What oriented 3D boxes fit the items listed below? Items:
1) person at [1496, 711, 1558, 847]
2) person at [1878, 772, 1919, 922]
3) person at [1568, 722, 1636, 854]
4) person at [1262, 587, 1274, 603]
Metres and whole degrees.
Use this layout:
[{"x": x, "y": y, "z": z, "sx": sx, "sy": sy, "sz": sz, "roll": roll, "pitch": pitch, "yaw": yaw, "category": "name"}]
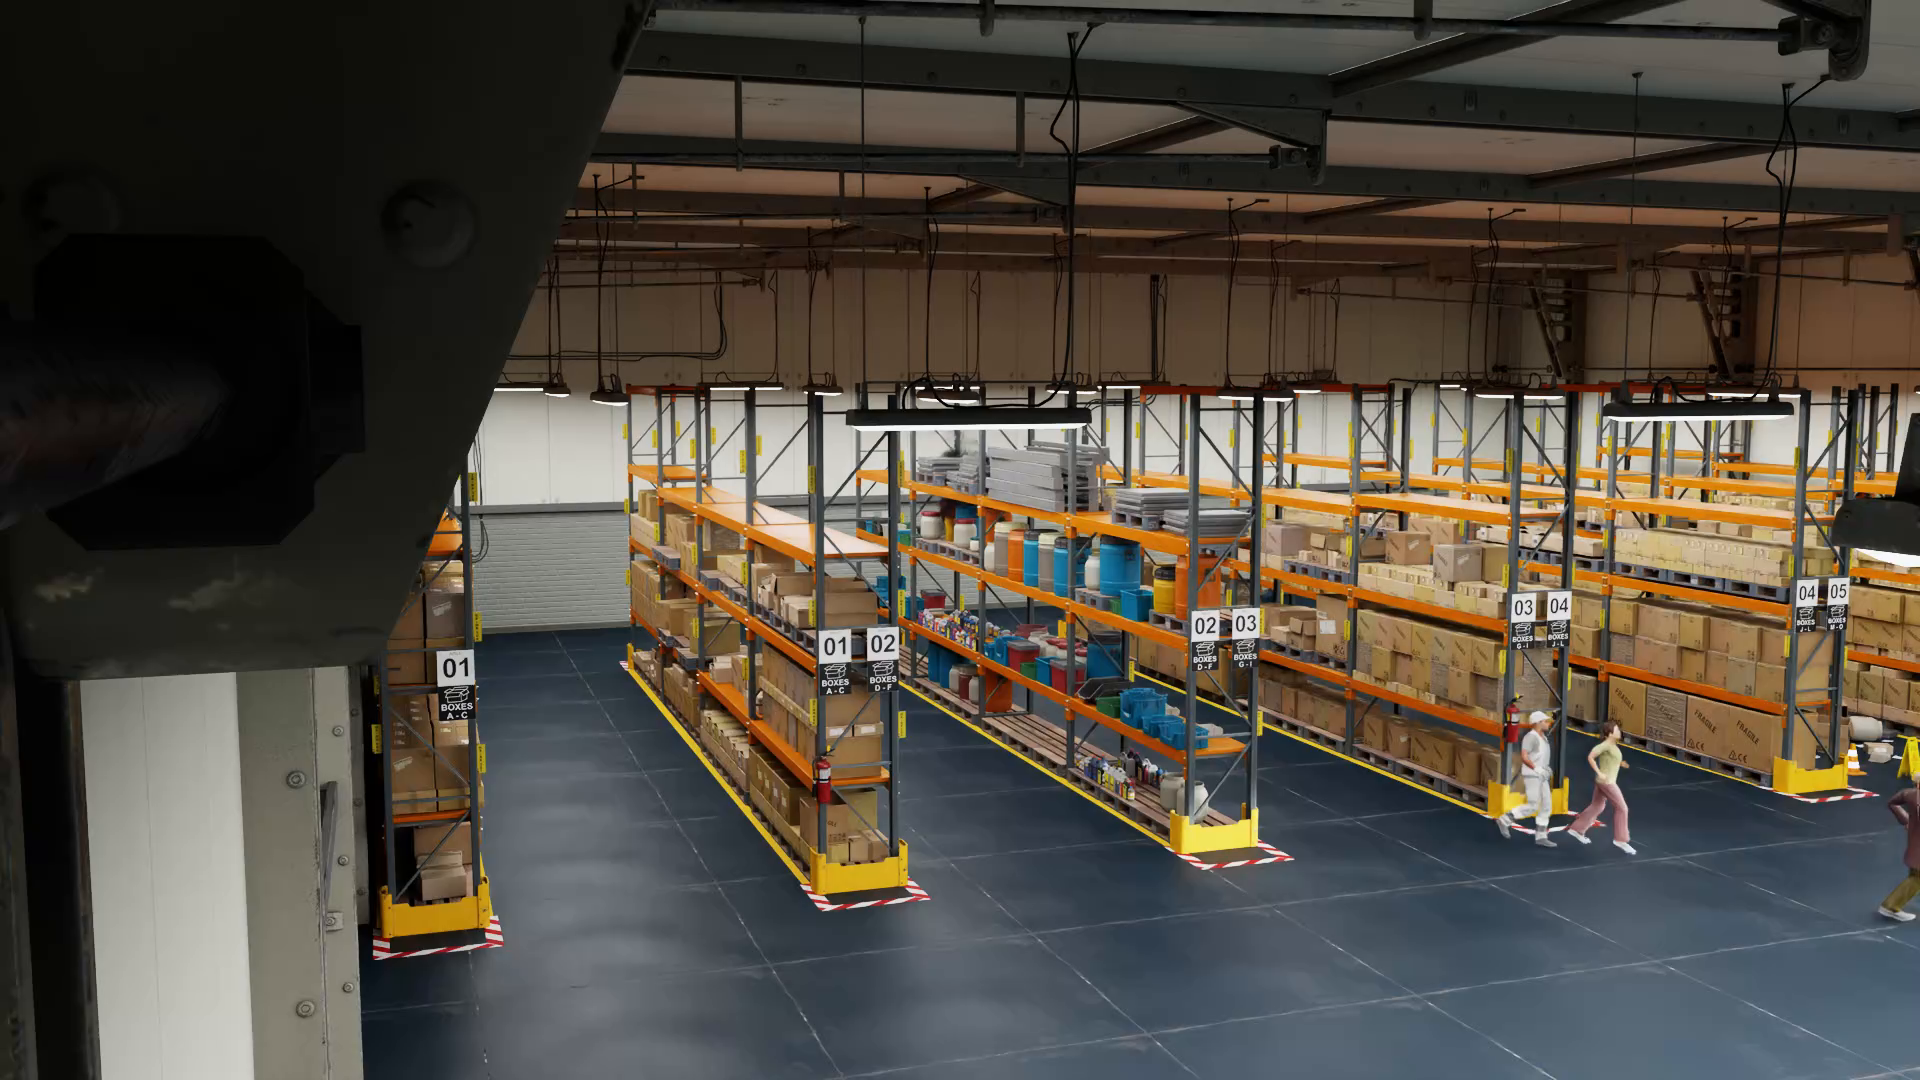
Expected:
[{"x": 7.675, "y": 3.161, "z": 22.263, "sx": 0.804, "sy": 1.750, "sz": 0.722, "roll": 4, "pitch": 7, "yaw": 34, "category": "person"}, {"x": 10.948, "y": 3.520, "z": 18.952, "sx": 0.826, "sy": 1.820, "sz": 0.723, "roll": 2, "pitch": 6, "yaw": 17, "category": "person"}, {"x": 8.492, "y": 3.235, "z": 21.940, "sx": 0.850, "sy": 1.681, "sz": 0.575, "roll": 2, "pitch": 6, "yaw": 19, "category": "person"}, {"x": 7.772, "y": 1.285, "z": 41.457, "sx": 0.690, "sy": 1.595, "sz": 0.546, "roll": -2, "pitch": 6, "yaw": -15, "category": "person"}]
